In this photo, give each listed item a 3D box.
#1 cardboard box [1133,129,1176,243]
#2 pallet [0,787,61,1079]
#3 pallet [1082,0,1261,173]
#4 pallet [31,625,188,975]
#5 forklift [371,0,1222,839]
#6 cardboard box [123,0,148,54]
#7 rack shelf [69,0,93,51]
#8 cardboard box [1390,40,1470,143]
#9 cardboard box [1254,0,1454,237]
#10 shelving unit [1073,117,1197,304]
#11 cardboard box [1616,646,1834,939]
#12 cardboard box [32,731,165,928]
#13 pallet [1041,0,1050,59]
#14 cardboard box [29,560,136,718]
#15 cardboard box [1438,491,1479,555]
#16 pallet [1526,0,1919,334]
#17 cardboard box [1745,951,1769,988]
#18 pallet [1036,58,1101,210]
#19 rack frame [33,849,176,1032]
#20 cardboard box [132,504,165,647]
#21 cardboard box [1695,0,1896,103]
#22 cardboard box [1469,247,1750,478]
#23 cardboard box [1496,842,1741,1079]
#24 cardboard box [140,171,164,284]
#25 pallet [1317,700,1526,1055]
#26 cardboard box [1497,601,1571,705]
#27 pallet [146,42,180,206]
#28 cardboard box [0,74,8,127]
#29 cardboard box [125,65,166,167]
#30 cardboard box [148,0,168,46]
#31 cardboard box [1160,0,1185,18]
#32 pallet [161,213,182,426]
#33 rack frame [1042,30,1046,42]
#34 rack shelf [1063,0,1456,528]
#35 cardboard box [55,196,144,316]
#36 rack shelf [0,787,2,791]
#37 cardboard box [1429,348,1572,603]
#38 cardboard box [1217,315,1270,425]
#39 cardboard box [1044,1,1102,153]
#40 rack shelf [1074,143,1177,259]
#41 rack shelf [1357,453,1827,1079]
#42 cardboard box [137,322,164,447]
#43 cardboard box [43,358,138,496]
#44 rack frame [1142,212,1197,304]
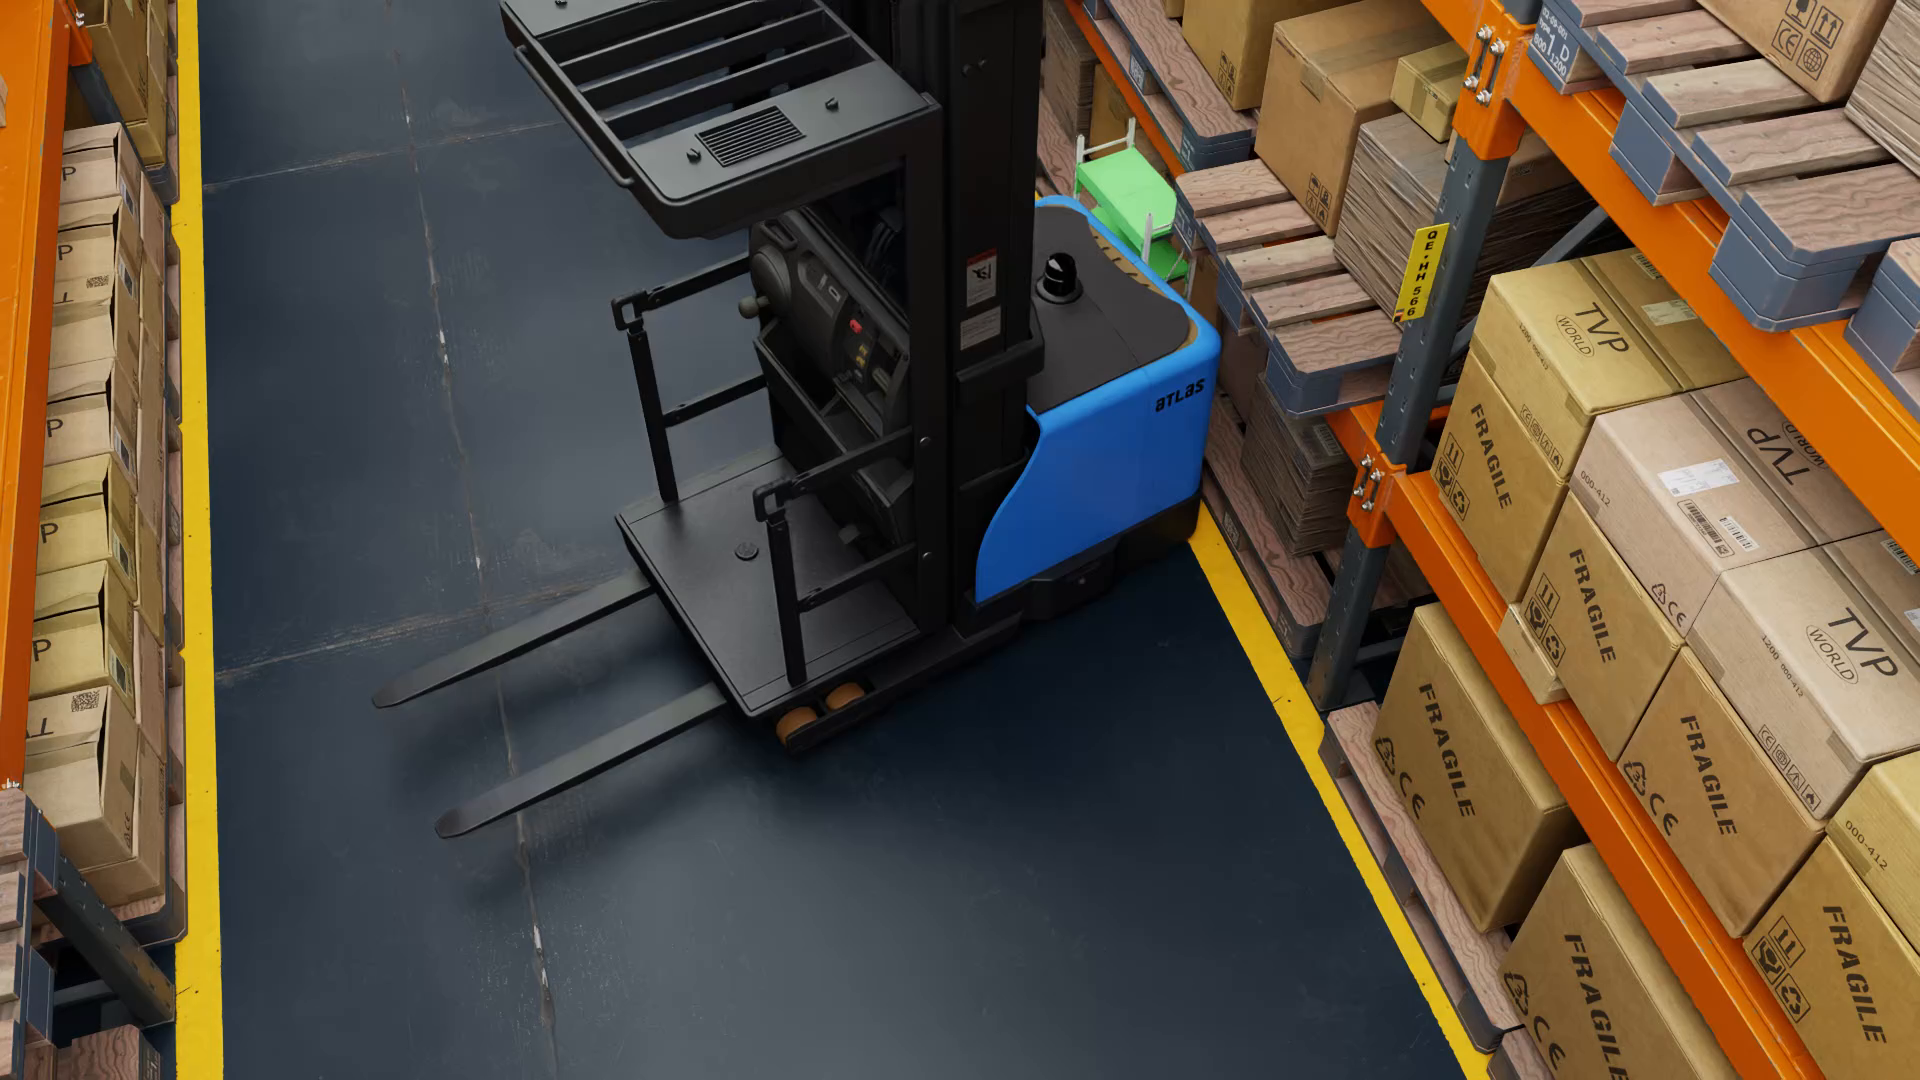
[{"bbox_3d":[1.121,-1.474,7.167,0.700,0.500,0.500,-13,51,-11],"label":"cardboard box"},{"bbox_3d":[-2.706,1.166,3.720,1.213,0.211,1.003,-13,51,-11],"label":"pallet"},{"bbox_3d":[1.133,-1.872,6.282,1.003,0.211,1.213,-13,51,-11],"label":"pallet"},{"bbox_3d":[-3.180,0.914,5.631,1.003,0.211,1.213,-13,51,-11],"label":"pallet"},{"bbox_3d":[-0.594,-0.660,5.179,3.031,2.935,1.130,-26,55,-20],"label":"forklift"},{"bbox_3d":[-4.150,-2.560,7.769,0.500,0.500,0.500,-13,51,-11],"label":"cardboard box"},{"bbox_3d":[-4.748,-3.525,8.020,1.077,0.370,4.000,-13,51,-11],"label":"rack shelf"},{"bbox_3d":[1.517,-1.358,4.945,0.380,0.149,0.250,-21,53,-17],"label":"cardboard box"},{"bbox_3d":[1.417,-1.415,5.417,0.700,0.500,0.500,-18,52,-14],"label":"cardboard box"},{"bbox_3d":[0.652,-0.983,6.489,0.258,1.200,0.503,-22,55,-17],"label":"shelving unit"},{"bbox_3d":[1.948,0.528,3.860,0.500,0.500,0.500,-14,51,-11],"label":"cardboard box"},{"bbox_3d":[-2.848,0.927,5.320,0.500,0.250,0.500,-13,51,-11],"label":"cardboard box"},{"bbox_3d":[0.342,-3.003,8.933,1.003,0.211,1.213,-13,51,-11],"label":"pallet"},{"bbox_3d":[-3.012,0.365,5.427,0.500,0.311,0.500,-14,51,-12],"label":"cardboard box"},{"bbox_3d":[1.633,-0.130,4.839,0.380,0.149,0.250,-14,51,-12],"label":"cardboard box"},{"bbox_3d":[1.998,-0.945,3.536,1.213,0.211,1.003,-11,51,-9],"label":"pallet"},{"bbox_3d":[2.097,0.988,3.896,0.380,0.149,0.250,-13,51,-11],"label":"cardboard box"},{"bbox_3d":[0.806,-1.952,8.047,1.003,0.211,1.213,-13,51,-11],"label":"pallet"},{"bbox_3d":[-2.974,0.625,4.051,1.000,3.000,0.127,-13,51,-11],"label":"rack frame"},{"bbox_3d":[-3.157,0.182,5.948,0.500,0.250,0.500,-15,51,-12],"label":"cardboard box"},{"bbox_3d":[1.953,-1.304,3.362,0.700,0.500,0.500,-17,52,-14],"label":"cardboard box"},{"bbox_3d":[1.654,-0.463,4.205,0.500,0.250,0.500,-12,51,-10],"label":"cardboard box"},{"bbox_3d":[2.102,1.268,4.640,0.750,0.750,0.750,-14,51,-11],"label":"cardboard box"},{"bbox_3d":[-3.757,-1.308,7.204,0.500,0.250,0.500,-14,51,-11],"label":"cardboard box"},{"bbox_3d":[1.918,0.994,5.564,1.003,0.211,1.213,-13,51,-11],"label":"pallet"},{"bbox_3d":[1.697,0.269,4.502,0.380,0.149,0.250,-12,51,-10],"label":"cardboard box"},{"bbox_3d":[-4.352,-1.988,8.077,1.003,0.211,1.213,-13,51,-11],"label":"pallet"},{"bbox_3d":[-3.721,-1.652,6.059,0.396,0.266,0.258,-14,51,-12],"label":"cardboard box"},{"bbox_3d":[-4.004,-1.953,7.748,0.500,0.250,0.500,-13,51,-11],"label":"cardboard box"},{"bbox_3d":[-4.290,-2.685,8.365,0.500,0.250,0.500,-13,51,-11],"label":"cardboard box"},{"bbox_3d":[1.075,-2.330,6.189,0.700,0.500,0.500,-7,50,-6],"label":"cardboard box"},{"bbox_3d":[-3.902,-0.868,7.134,1.003,0.211,1.213,-13,51,-11],"label":"pallet"},{"bbox_3d":[0.574,-3.419,7.460,1.000,3.000,0.127,-13,51,-11],"label":"rack frame"},{"bbox_3d":[1.166,-1.726,6.504,1.077,0.370,4.000,-13,51,-11],"label":"rack shelf"},{"bbox_3d":[-3.603,-1.117,6.676,0.500,0.311,0.500,-12,51,-10],"label":"cardboard box"},{"bbox_3d":[-2.382,2.318,3.094,1.077,0.370,4.000,-13,51,-11],"label":"rack shelf"},{"bbox_3d":[1.656,-0.220,4.490,0.500,0.500,0.500,-12,51,-10],"label":"cardboard box"},{"bbox_3d":[1.453,-0.750,6.557,0.700,0.500,0.500,-13,51,-11],"label":"cardboard box"},{"bbox_3d":[0.808,-2.221,7.798,0.700,0.500,0.500,-12,51,-10],"label":"cardboard box"},{"bbox_3d":[0.655,-1.242,6.163,0.258,0.148,0.480,-22,55,-17],"label":"rack shelf"},{"bbox_3d":[2.349,1.195,4.041,1.077,0.370,4.000,-13,51,-11],"label":"rack shelf"},{"bbox_3d":[-3.458,-0.565,6.578,0.500,0.250,0.500,-12,51,-10],"label":"cardboard box"},{"bbox_3d":[-3.313,-0.384,6.058,0.500,0.311,0.500,-14,51,-11],"label":"cardboard box"},{"bbox_3d":[0.763,-0.813,6.355,0.240,1.200,0.015,-22,55,-17],"label":"rack frame"}]
